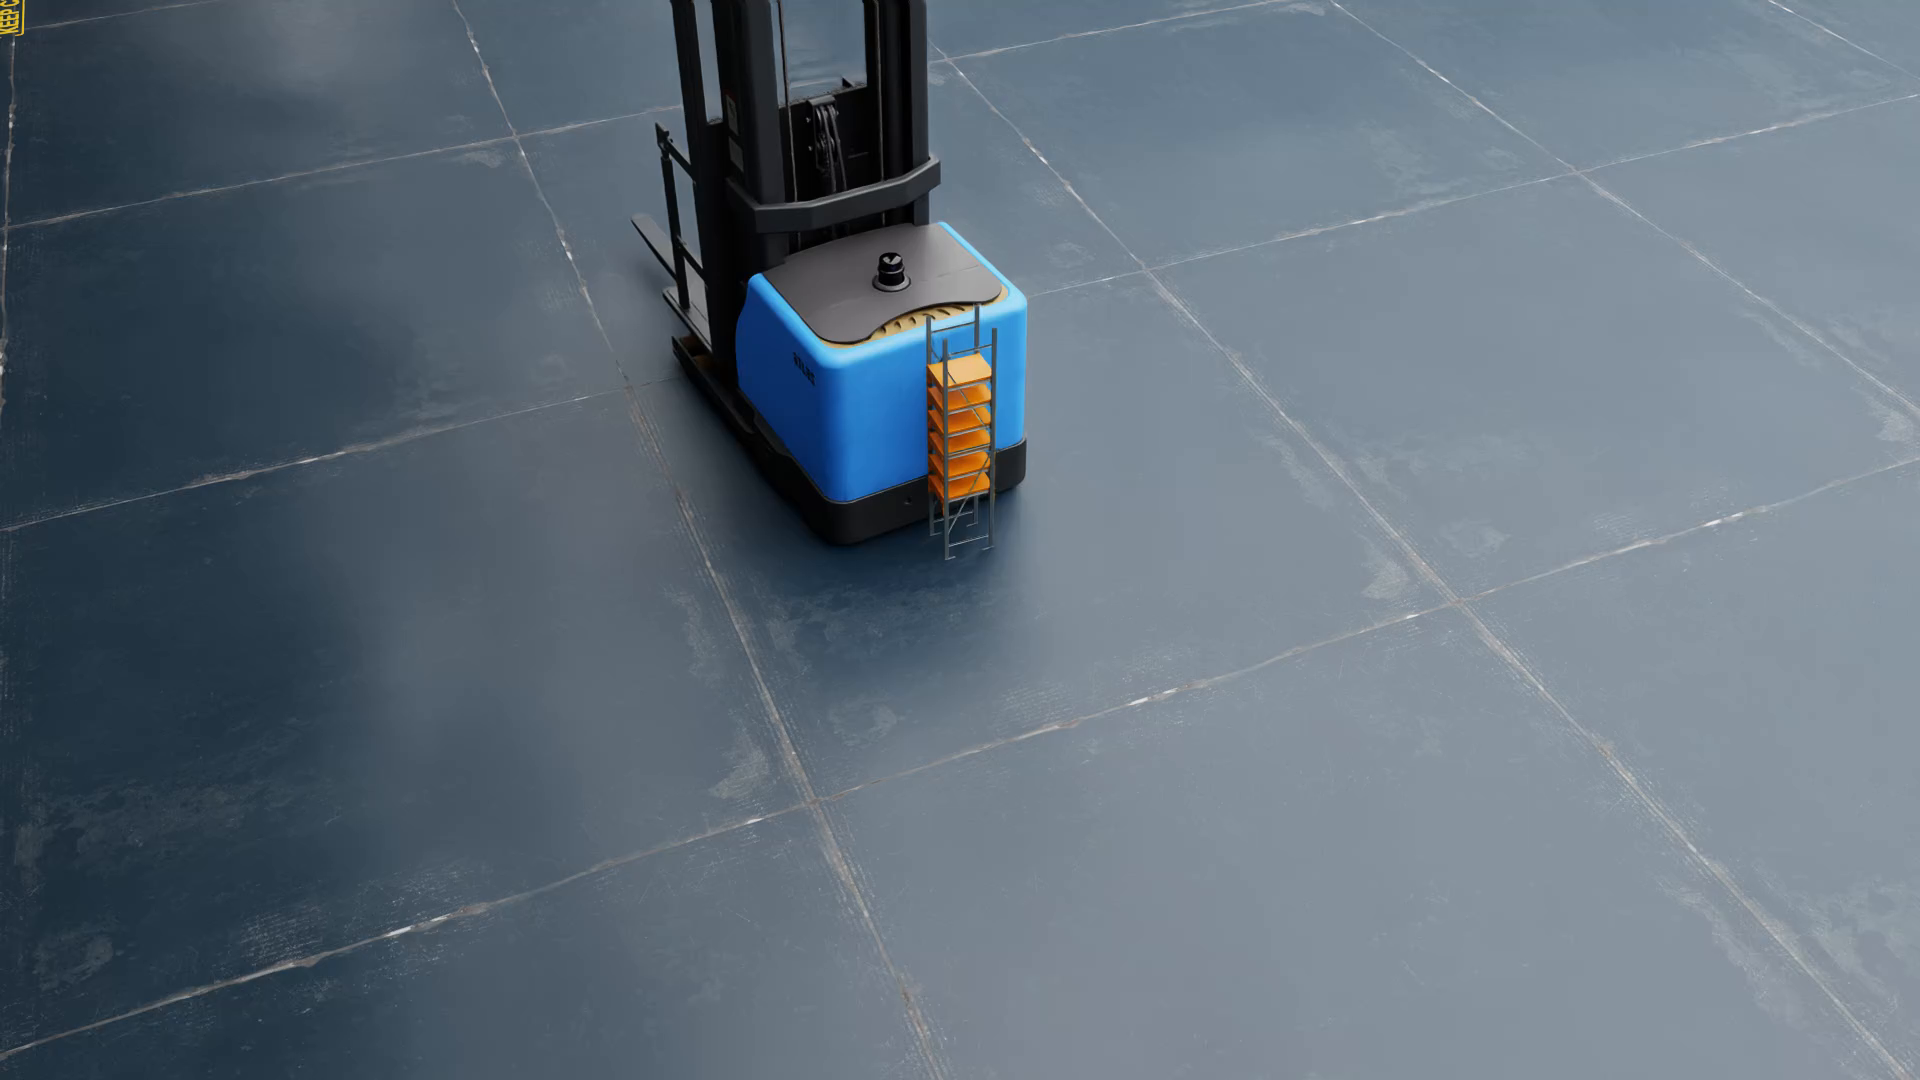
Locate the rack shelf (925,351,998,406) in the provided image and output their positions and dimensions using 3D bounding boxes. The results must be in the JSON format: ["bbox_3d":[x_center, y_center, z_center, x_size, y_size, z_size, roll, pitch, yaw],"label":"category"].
[{"bbox_3d":[0.006,-0.685,7.062,0.258,0.103,0.180,-15,43,-17],"label":"rack shelf"}]

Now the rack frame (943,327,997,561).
[{"bbox_3d":[0.041,-0.391,7.203,0.240,1.200,0.006,-15,43,-17],"label":"rack frame"}]

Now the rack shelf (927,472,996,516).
[{"bbox_3d":[0.006,-0.231,7.453,0.258,0.103,0.180,-15,43,-17],"label":"rack shelf"}]

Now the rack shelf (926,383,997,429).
[{"bbox_3d":[0.006,-0.594,7.140,0.258,0.103,0.180,-15,43,-17],"label":"rack shelf"}]

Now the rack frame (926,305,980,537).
[{"bbox_3d":[-0.029,-0.501,7.331,0.240,1.200,0.006,-15,43,-17],"label":"rack frame"}]

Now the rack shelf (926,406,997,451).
[{"bbox_3d":[0.006,-0.504,7.218,0.258,0.103,0.180,-15,43,-17],"label":"rack shelf"}]

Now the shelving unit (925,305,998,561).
[{"bbox_3d":[0.006,-0.446,7.267,0.258,1.200,0.189,-15,43,-17],"label":"shelving unit"}]

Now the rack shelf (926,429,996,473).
[{"bbox_3d":[0.006,-0.413,7.296,0.258,0.103,0.180,-15,43,-17],"label":"rack shelf"}]

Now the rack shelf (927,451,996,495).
[{"bbox_3d":[0.006,-0.322,7.374,0.258,0.103,0.180,-15,43,-17],"label":"rack shelf"}]

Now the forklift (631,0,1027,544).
[{"bbox_3d":[-0.846,-2.039,7.792,1.130,2.935,3.031,-20,45,-22],"label":"forklift"}]
